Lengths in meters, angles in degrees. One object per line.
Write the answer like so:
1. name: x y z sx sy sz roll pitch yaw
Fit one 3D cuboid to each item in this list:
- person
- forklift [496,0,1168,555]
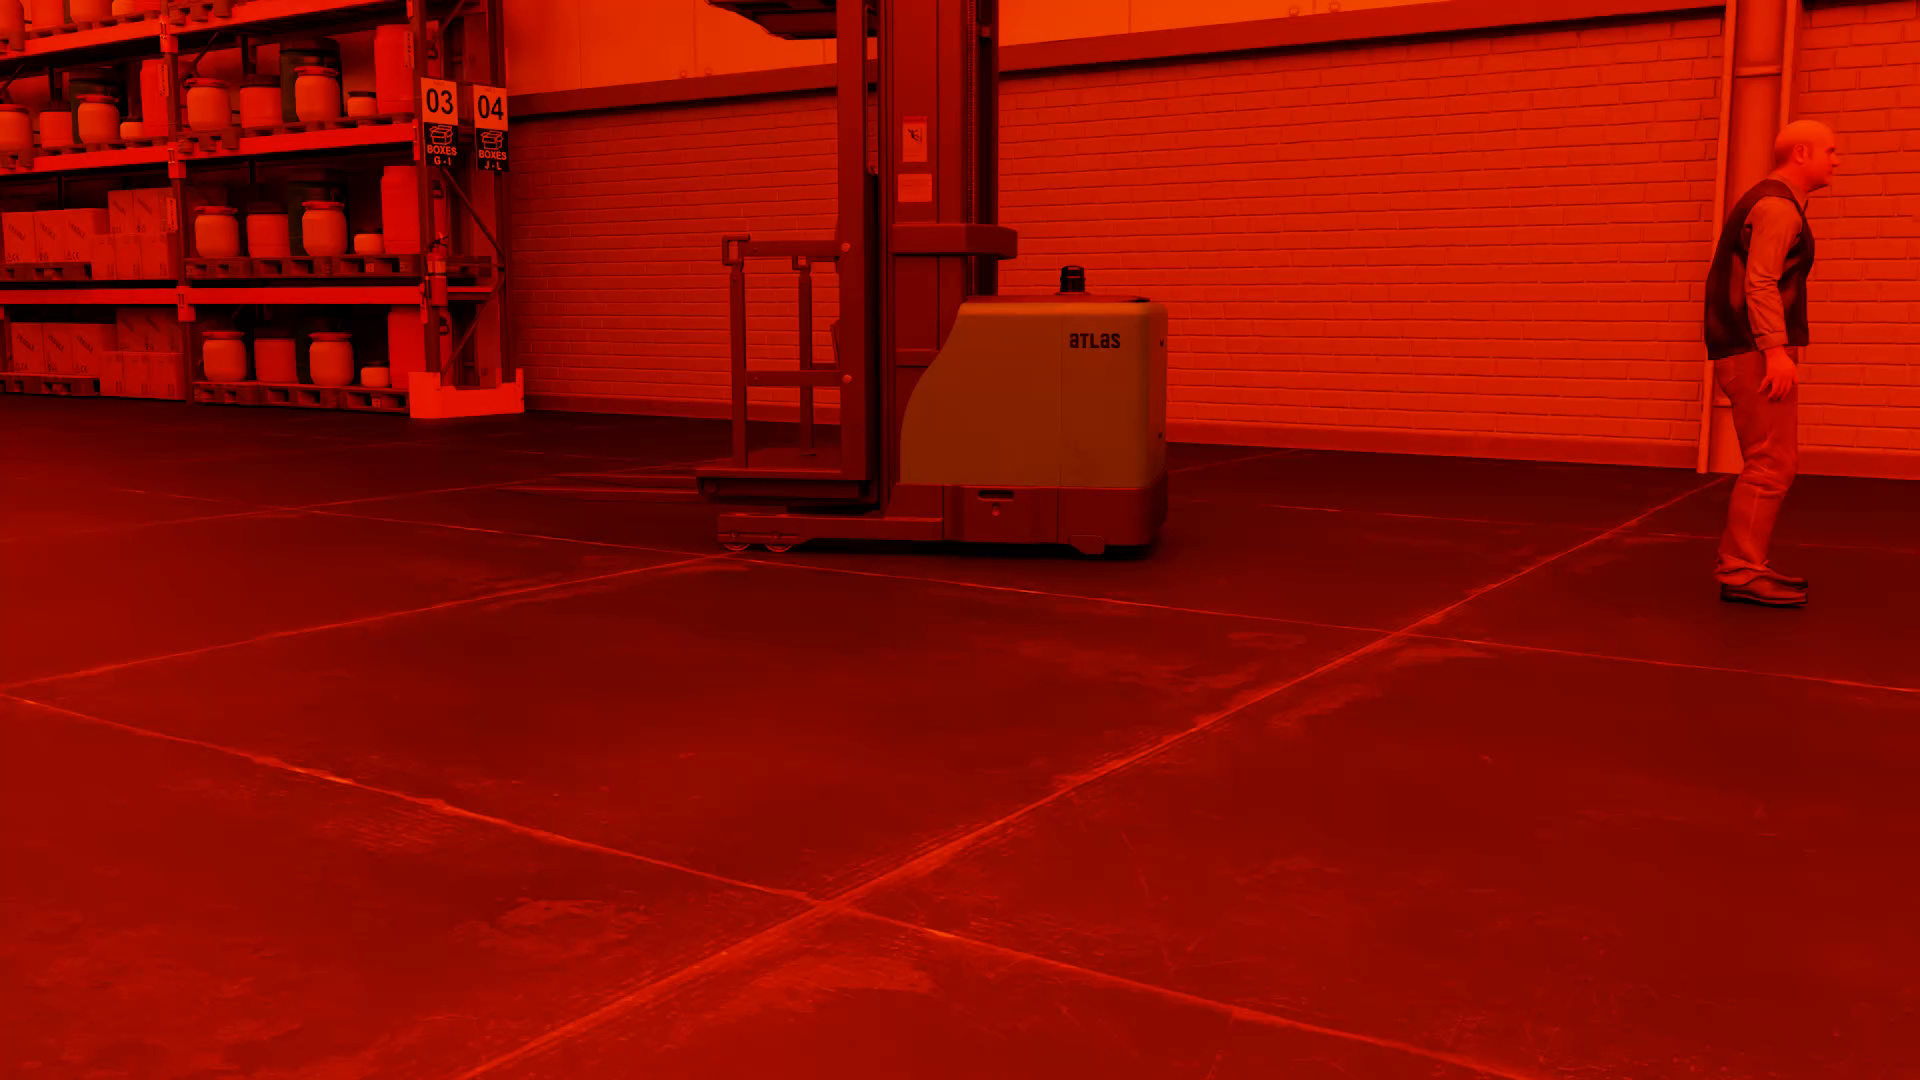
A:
1. person: 2.933 -0.652 6.078 0.412 1.720 0.584 4 9 27
2. forklift: -0.596 -1.469 7.520 3.031 2.935 1.130 2 8 12
